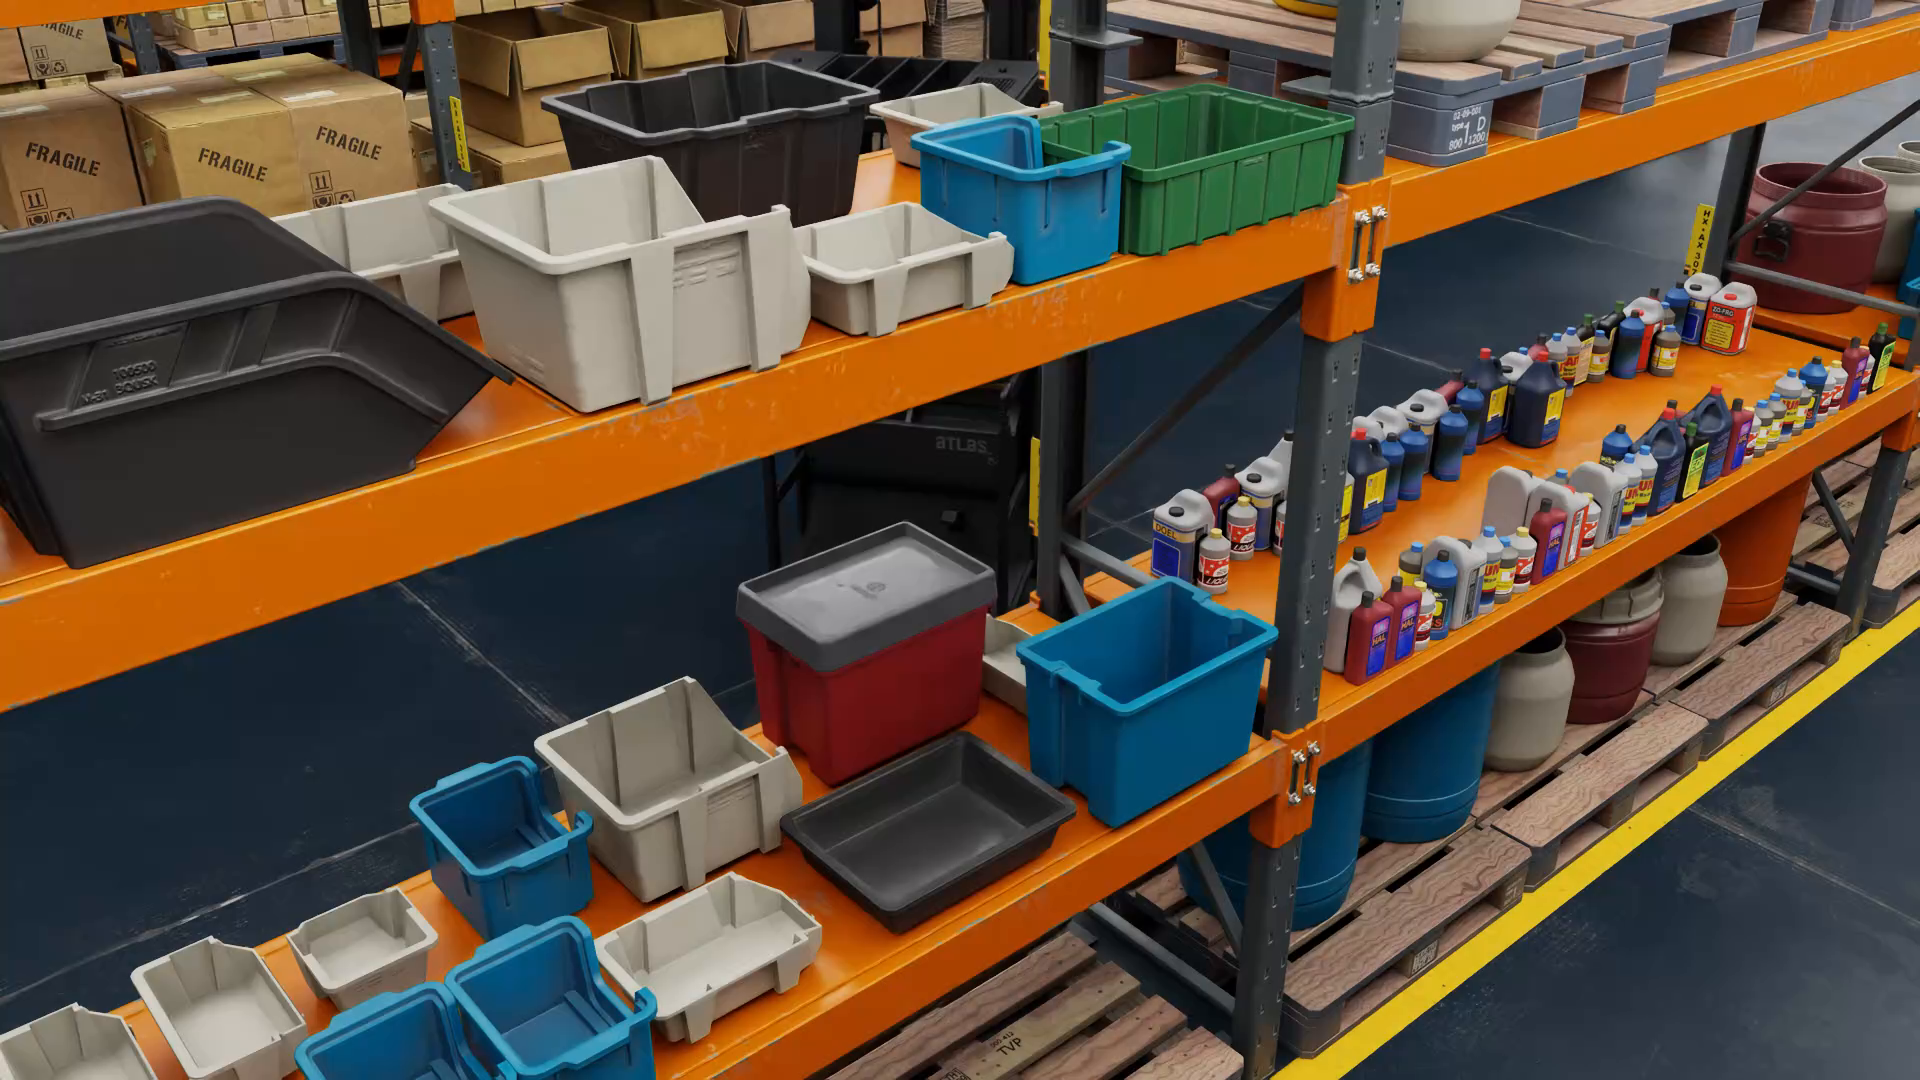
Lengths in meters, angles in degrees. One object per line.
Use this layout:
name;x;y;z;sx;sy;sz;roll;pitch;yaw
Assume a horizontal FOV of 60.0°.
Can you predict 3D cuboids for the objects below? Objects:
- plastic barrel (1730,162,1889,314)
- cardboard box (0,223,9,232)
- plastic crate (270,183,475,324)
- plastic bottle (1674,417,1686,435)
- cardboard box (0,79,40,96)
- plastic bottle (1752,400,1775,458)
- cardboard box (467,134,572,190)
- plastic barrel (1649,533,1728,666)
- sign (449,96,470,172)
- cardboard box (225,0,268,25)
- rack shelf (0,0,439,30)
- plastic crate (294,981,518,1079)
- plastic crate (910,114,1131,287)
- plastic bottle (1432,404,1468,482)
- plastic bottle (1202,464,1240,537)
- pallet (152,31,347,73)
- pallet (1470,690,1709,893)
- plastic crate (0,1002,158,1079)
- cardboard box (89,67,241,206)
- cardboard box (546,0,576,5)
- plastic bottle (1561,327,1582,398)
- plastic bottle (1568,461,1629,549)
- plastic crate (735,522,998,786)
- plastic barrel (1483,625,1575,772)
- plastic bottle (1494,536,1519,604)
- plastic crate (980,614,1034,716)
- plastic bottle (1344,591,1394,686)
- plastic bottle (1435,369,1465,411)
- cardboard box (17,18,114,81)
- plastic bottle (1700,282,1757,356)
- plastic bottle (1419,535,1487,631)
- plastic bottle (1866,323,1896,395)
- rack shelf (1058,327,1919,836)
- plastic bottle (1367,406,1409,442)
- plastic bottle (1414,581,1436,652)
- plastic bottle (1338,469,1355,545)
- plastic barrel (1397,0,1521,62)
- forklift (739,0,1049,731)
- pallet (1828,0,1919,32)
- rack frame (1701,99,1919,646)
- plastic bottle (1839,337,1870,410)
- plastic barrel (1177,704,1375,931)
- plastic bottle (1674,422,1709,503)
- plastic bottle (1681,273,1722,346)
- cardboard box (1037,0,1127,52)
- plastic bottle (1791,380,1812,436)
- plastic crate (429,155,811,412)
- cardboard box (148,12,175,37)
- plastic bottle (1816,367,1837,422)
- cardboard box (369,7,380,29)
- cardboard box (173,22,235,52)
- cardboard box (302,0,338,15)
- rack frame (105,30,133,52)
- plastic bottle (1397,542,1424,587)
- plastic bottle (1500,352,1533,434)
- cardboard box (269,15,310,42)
plastic barrel;3.803;-1.364;7.475;0.708;0.536;0.600;-22;35;-35
cardboard box;-4.291;-1.162;7.085;0.500;0.250;0.500;-22;35;-35
plastic crate;-1.028;-0.533;3.163;0.530;0.136;0.437;-22;35;-35
plastic bottle;2.465;-0.300;5.752;0.133;0.283;0.061;-22;35;-35
cardboard box;-6.186;-2.954;10.862;0.250;0.149;0.380;-20;34;-33
plastic bottle;2.896;-0.411;6.047;0.097;0.201;0.097;0;28;0
cardboard box;-2.099;-1.700;8.143;0.500;0.500;0.500;-22;35;-35
plastic barrel;2.914;0.220;6.850;0.421;0.512;0.421;0;28;0
sign;-2.250;-1.823;7.477;0.005;0.325;0.100;-22;35;-35
cardboard box;-4.959;-3.656;11.414;0.250;0.149;0.380;-23;36;-36
rack shelf;-4.133;-1.999;6.389;4.000;0.370;1.077;-22;35;-35
plastic crate;-1.036;1.081;3.158;0.300;0.233;0.416;-22;35;-35
plastic crate;0.118;-0.685;3.345;0.300;0.233;0.416;-22;35;-35
plastic bottle;1.729;-0.348;5.855;0.097;0.271;0.097;0;28;0
plastic bottle;0.840;-0.101;5.381;0.133;0.283;0.061;-22;35;-35
pallet;-5.078;-3.512;11.842;1.213;0.211;1.003;-22;35;-35
pallet;2.146;0.804;6.521;1.213;0.211;1.003;-22;35;-35
plastic crate;-1.707;1.086;3.251;0.243;0.136;0.396;-22;35;-35
cardboard box;-3.521;-1.798;7.480;0.500;0.500;0.500;-22;35;-35
cardboard box;-3.173;-4.243;12.828;0.250;0.149;0.380;-21;35;-34
plastic bottle;2.373;-0.701;6.516;0.097;0.271;0.097;0;28;0
plastic bottle;2.084;-0.134;5.449;0.135;0.276;0.152;-22;35;-35
plastic crate;-0.238;0.299;4.376;0.583;0.464;0.402;-22;35;-35
plastic barrel;2.055;0.565;6.204;0.421;0.512;0.421;0;28;0
plastic bottle;1.662;0.086;5.117;0.097;0.201;0.097;0;28;0
plastic crate;0.157;0.352;4.626;0.243;0.136;0.396;-22;35;-35
plastic bottle;1.160;0.263;4.699;0.133;0.283;0.061;-22;35;-35
plastic bottle;1.780;-0.480;6.089;0.133;0.283;0.061;-22;35;-35
cardboard box;-5.938;-3.341;10.897;0.500;0.500;0.500;-22;35;-35
plastic bottle;3.206;-0.927;6.934;0.135;0.276;0.152;-22;35;-35
plastic bottle;1.481;0.109;4.996;0.135;0.276;0.152;-22;35;-35
plastic bottle;3.616;-0.725;6.547;0.133;0.283;0.061;-22;35;-35
rack shelf;2.125;-0.124;6.062;4.000;0.370;1.077;-22;35;-35
plastic bottle;1.458;-0.318;5.795;0.135;0.276;0.152;-22;35;-35
plastic bottle;1.337;0.216;4.873;0.097;0.201;0.097;0;28;0
plastic bottle;1.184;-0.154;5.409;0.185;0.351;0.144;-22;35;-35
plastic barrel;1.167;-1.468;4.043;0.433;0.535;0.433;0;28;0
forklift;-0.248;-0.852;6.735;1.130;2.935;3.031;6;29;11
pallet;3.001;-2.094;6.003;1.213;0.211;1.003;-22;35;-35
rack frame;3.647;-1.053;7.038;0.127;3.000;1.000;-22;35;-35
plastic bottle;3.440;-0.654;6.415;0.133;0.283;0.061;-22;35;-35
plastic barrel;1.029;0.751;5.444;0.708;0.901;0.600;-22;35;-35
plastic bottle;2.504;-0.278;5.711;0.133;0.283;0.061;-22;35;-35
plastic bottle;3.108;-0.982;7.036;0.135;0.276;0.152;-22;35;-35
cardboard box;0.817;-3.238;10.574;0.500;0.500;0.500;23;36;36
plastic bottle;3.119;-0.500;6.214;0.097;0.201;0.097;0;28;0
plastic crate;-0.553;-0.444;2.841;0.530;0.282;0.437;-22;35;-35
cardboard box;-5.580;-3.681;11.777;0.250;0.149;0.380;-23;36;-36
plastic bottle;3.267;-0.559;6.325;0.097;0.201;0.097;0;28;0
cardboard box;-4.370;-3.761;11.926;0.250;0.149;0.380;-24;36;-37
cardboard box;-5.155;-3.445;11.334;0.250;0.149;0.380;-24;36;-37
cardboard box;-4.566;-3.815;11.711;0.250;0.149;0.380;-24;36;-37
rack frame;-5.751;-3.413;11.455;0.053;2.616;0.949;-22;35;-35
plastic bottle;1.386;0.102;5.087;0.097;0.201;0.097;0;28;0
plastic bottle;2.053;-0.557;6.242;0.135;0.276;0.152;-22;35;-35
cardboard box;-4.755;-3.607;11.637;0.250;0.149;0.380;-22;35;-35
